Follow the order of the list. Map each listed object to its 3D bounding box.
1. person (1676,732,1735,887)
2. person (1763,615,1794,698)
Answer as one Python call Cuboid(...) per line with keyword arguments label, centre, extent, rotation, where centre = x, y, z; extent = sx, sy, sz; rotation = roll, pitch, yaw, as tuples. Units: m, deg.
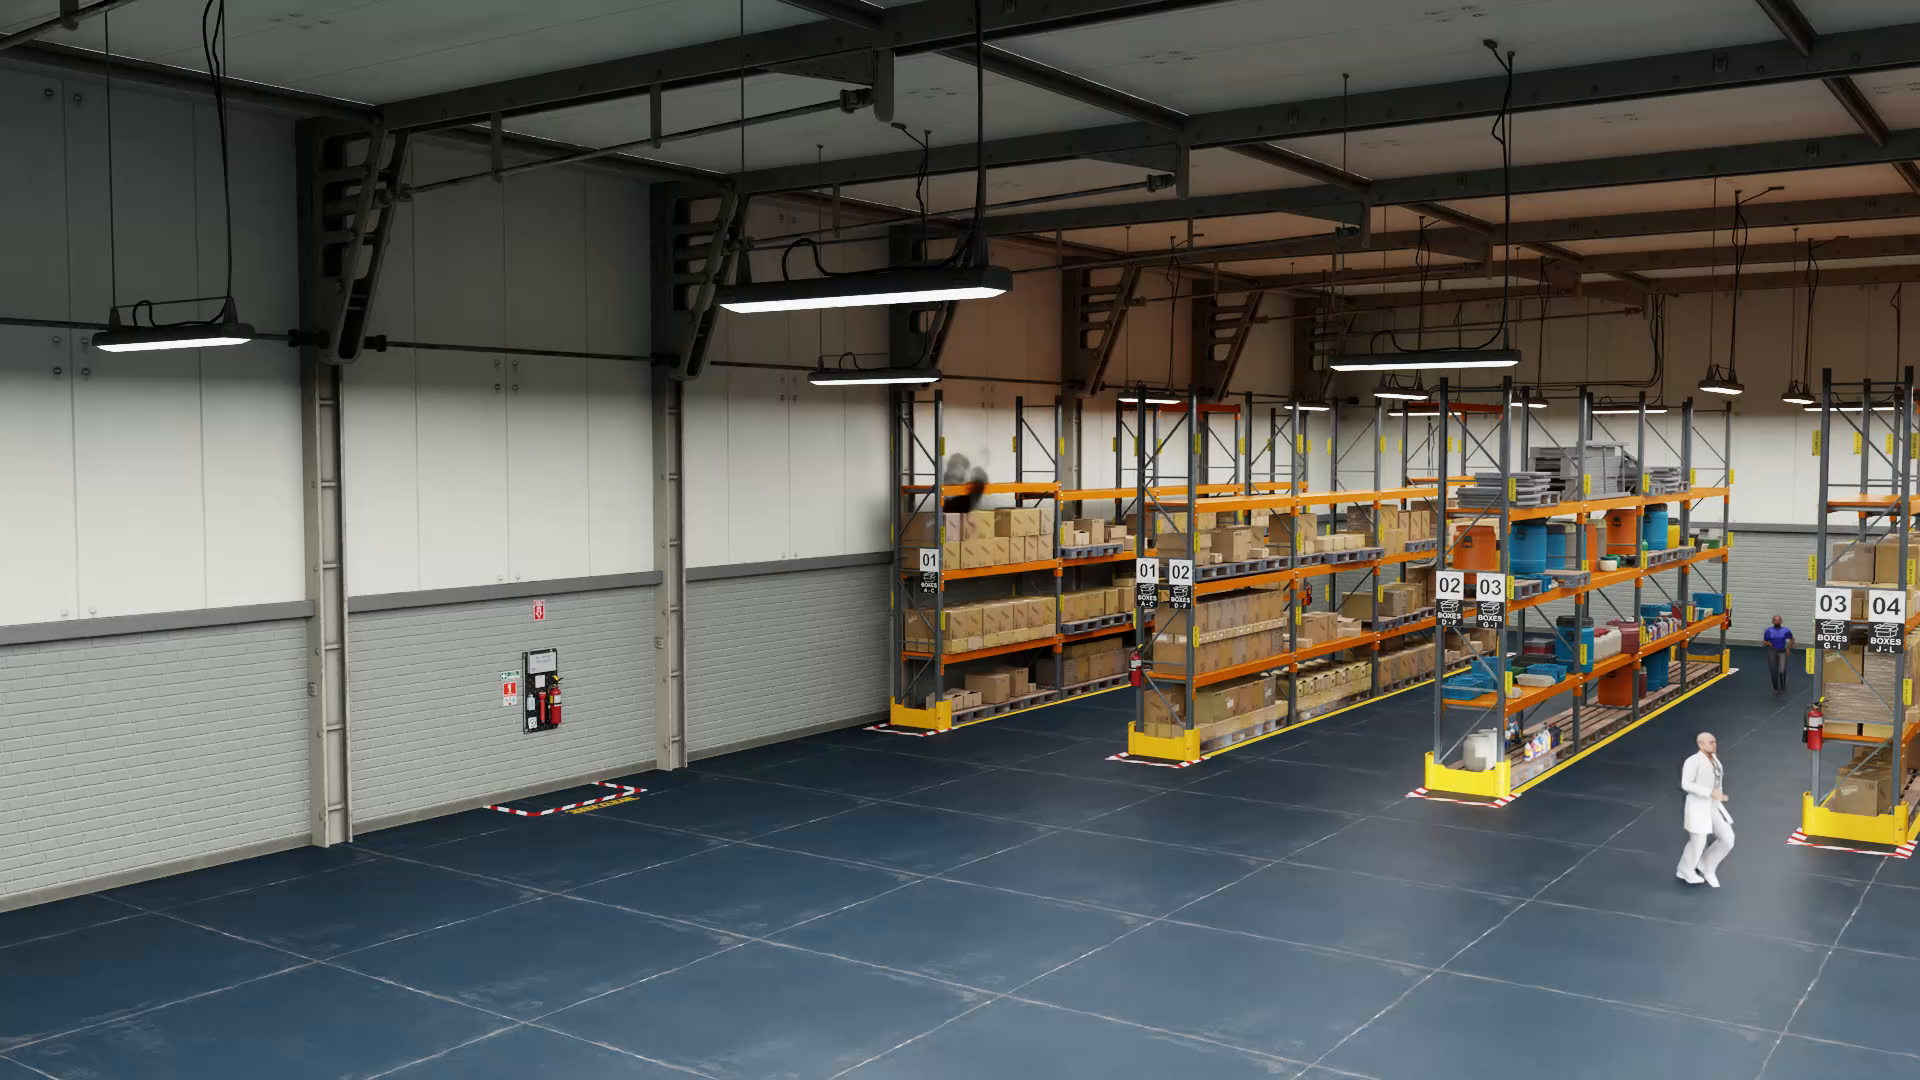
Cuboid(label="person", centre=(8.448, 3.068, 18.831), extent=(0.701, 1.786, 0.750), rotation=(-2, 4, -25))
Cuboid(label="person", centre=(16.301, 2.323, 33.143), extent=(0.548, 1.662, 0.681), rotation=(2, 4, 30))
